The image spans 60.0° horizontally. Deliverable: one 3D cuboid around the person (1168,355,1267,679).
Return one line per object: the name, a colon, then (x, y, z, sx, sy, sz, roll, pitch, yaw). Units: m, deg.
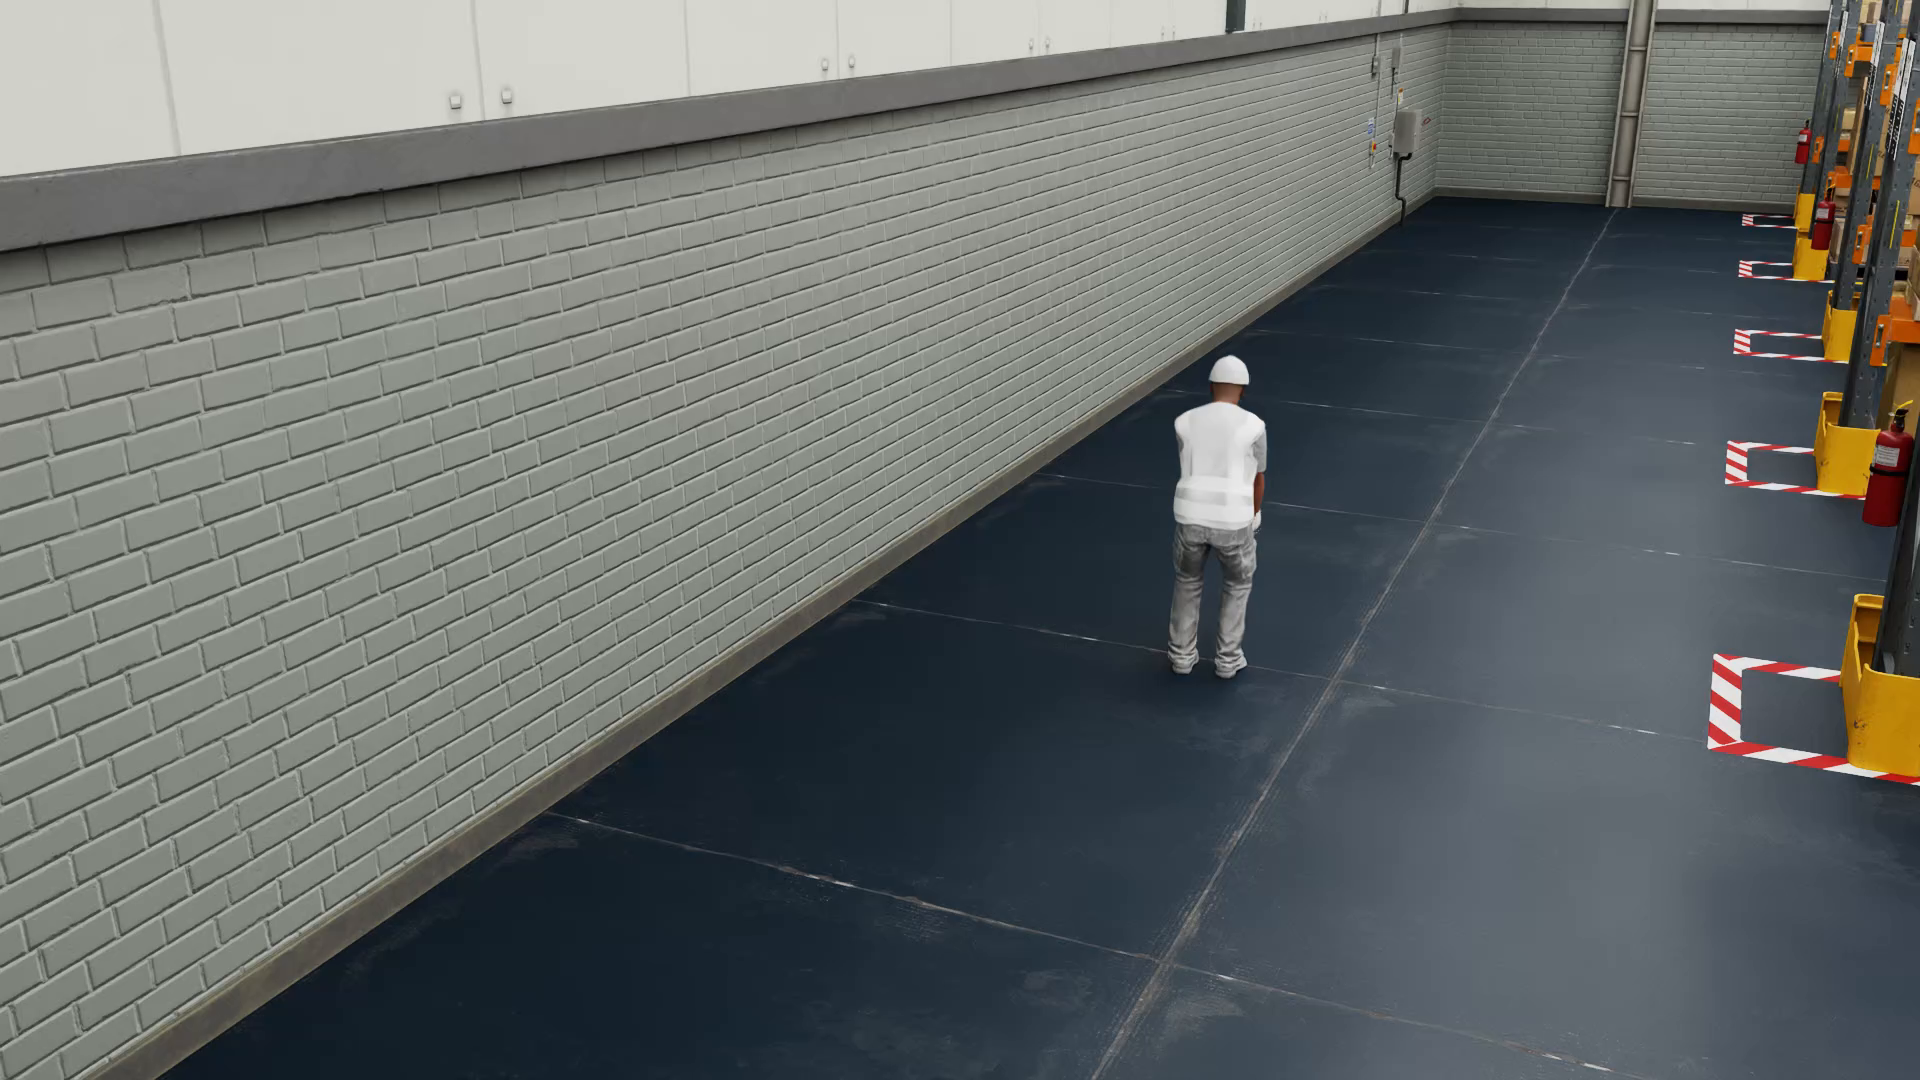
person: (1.386, -0.125, 8.986, 0.485, 1.725, 0.621, 8, 20, 22)
